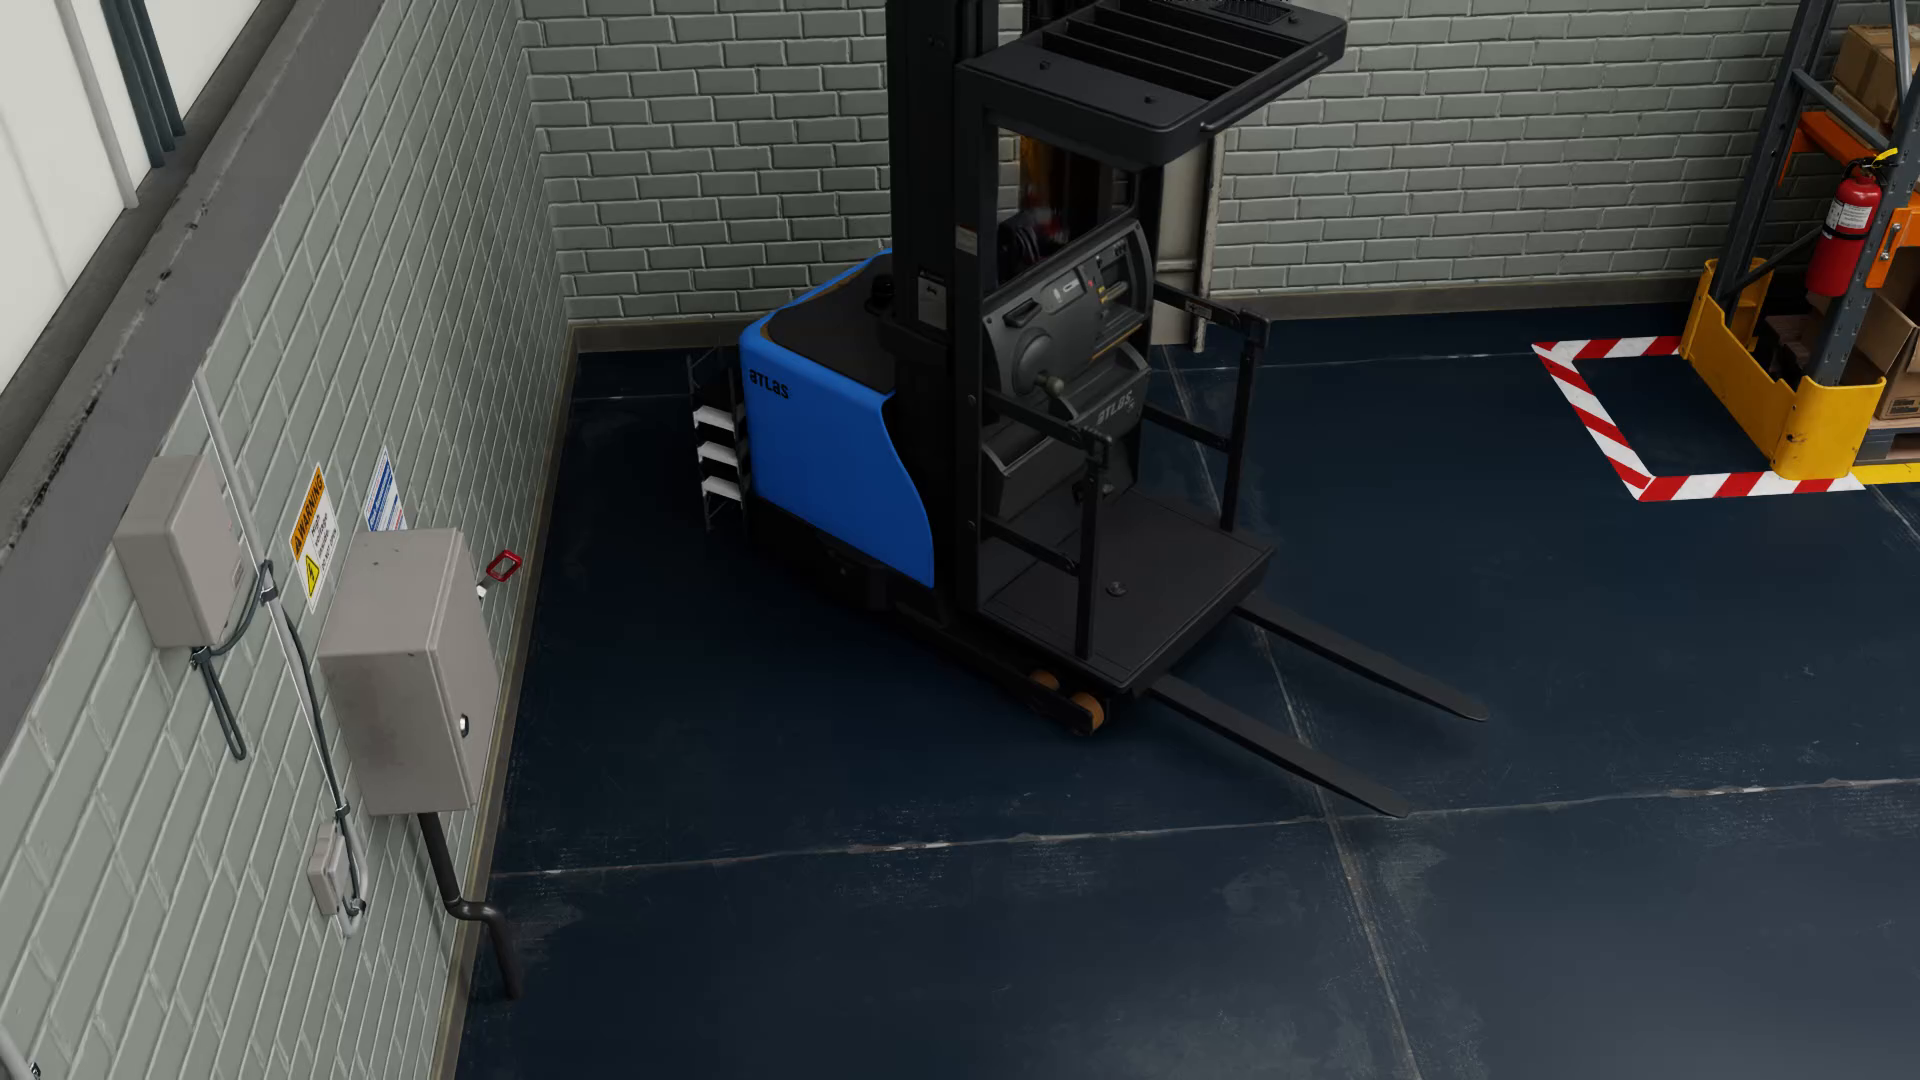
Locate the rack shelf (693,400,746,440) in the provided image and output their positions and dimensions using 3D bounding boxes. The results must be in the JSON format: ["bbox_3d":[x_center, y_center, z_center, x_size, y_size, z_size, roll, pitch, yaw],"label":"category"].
[{"bbox_3d":[-0.963,-0.540,6.971,0.200,0.077,0.258,18,42,21],"label":"rack shelf"}]

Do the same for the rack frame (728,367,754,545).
[{"bbox_3d":[-0.873,-0.396,7.026,0.006,0.900,0.240,18,42,21],"label":"rack frame"}]

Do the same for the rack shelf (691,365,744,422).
[{"bbox_3d":[-0.963,-0.611,6.915,0.200,0.077,0.258,18,42,21],"label":"rack shelf"}]

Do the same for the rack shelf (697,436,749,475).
[{"bbox_3d":[-0.963,-0.399,7.083,0.200,0.077,0.258,18,42,21],"label":"rack shelf"}]

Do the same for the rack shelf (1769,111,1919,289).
[{"bbox_3d":[5.788,-1.638,7.486,4.000,0.370,1.077,-3,38,-4],"label":"rack shelf"}]

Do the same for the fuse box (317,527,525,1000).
[{"bbox_3d":[-1.416,0.777,4.884,0.414,1.711,0.539,-3,38,-4],"label":"fuse box"}]

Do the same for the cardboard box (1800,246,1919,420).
[{"bbox_3d":[4.414,-0.971,7.735,0.637,0.503,0.797,-5,39,-6],"label":"cardboard box"}]

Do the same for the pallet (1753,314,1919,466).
[{"bbox_3d":[4.666,-0.765,8.049,1.213,0.211,1.003,-3,38,-4],"label":"pallet"}]

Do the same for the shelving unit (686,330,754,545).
[{"bbox_3d":[-0.963,-0.425,7.062,0.210,0.900,0.258,18,42,21],"label":"shelving unit"}]

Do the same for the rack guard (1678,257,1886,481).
[{"bbox_3d":[3.872,-0.834,7.903,0.348,0.500,1.175,-3,38,-4],"label":"rack guard"}]

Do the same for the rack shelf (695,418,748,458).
[{"bbox_3d":[-0.963,-0.470,7.027,0.200,0.077,0.258,18,42,21],"label":"rack shelf"}]

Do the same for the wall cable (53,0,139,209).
[{"bbox_3d":[-1.465,-1.082,1.357,0.029,3.000,2.355,-3,38,-4],"label":"wall cable"}]

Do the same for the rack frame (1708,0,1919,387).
[{"bbox_3d":[3.796,-1.811,7.124,0.127,3.000,1.000,-3,38,-4],"label":"rack frame"}]

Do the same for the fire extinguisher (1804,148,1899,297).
[{"bbox_3d":[3.691,-1.341,6.892,0.183,0.674,0.296,-3,38,-4],"label":"fire extinguisher"}]

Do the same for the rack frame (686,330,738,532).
[{"bbox_3d":[-1.053,-0.454,7.099,0.006,0.900,0.240,18,42,21],"label":"rack frame"}]

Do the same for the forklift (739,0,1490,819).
[{"bbox_3d":[0.564,-0.781,5.873,3.031,2.935,1.130,27,46,30],"label":"forklift"}]

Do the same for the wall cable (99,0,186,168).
[{"bbox_3d":[-1.674,-2.818,3.526,0.133,3.039,2.988,-3,38,-4],"label":"wall cable"}]

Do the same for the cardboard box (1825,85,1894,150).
[{"bbox_3d":[4.103,-1.896,7.435,0.250,0.149,0.380,-4,38,-4],"label":"cardboard box"}]

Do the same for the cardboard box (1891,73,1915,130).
[{"bbox_3d":[4.272,-1.728,6.899,0.500,0.250,0.500,-3,38,-4],"label":"cardboard box"}]

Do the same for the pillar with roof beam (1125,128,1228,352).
[{"bbox_3d":[1.412,-1.918,2.416,0.400,9.000,9.100,-3,38,-4],"label":"pillar with roof beam"}]

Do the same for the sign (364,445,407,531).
[{"bbox_3d":[-1.666,0.015,4.886,0.001,0.494,0.329,-3,38,-4],"label":"sign"}]

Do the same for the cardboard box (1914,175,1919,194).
[{"bbox_3d":[4.148,-1.561,7.010,0.250,0.149,0.380,-3,38,-4],"label":"cardboard box"}]

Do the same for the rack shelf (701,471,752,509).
[{"bbox_3d":[-0.963,-0.258,7.195,0.200,0.077,0.258,18,42,21],"label":"rack shelf"}]

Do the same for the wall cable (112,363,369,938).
[{"bbox_3d":[-1.512,0.302,3.626,0.122,1.984,0.588,-3,38,-4],"label":"wall cable"}]

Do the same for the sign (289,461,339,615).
[{"bbox_3d":[-1.617,-0.008,4.172,0.001,0.242,0.339,-3,38,-4],"label":"sign"}]

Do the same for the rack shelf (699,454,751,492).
[{"bbox_3d":[-0.963,-0.329,7.139,0.200,0.077,0.258,18,42,21],"label":"rack shelf"}]

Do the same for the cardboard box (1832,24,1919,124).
[{"bbox_3d":[4.231,-2.058,7.318,0.500,0.250,0.500,-2,38,-3],"label":"cardboard box"}]
